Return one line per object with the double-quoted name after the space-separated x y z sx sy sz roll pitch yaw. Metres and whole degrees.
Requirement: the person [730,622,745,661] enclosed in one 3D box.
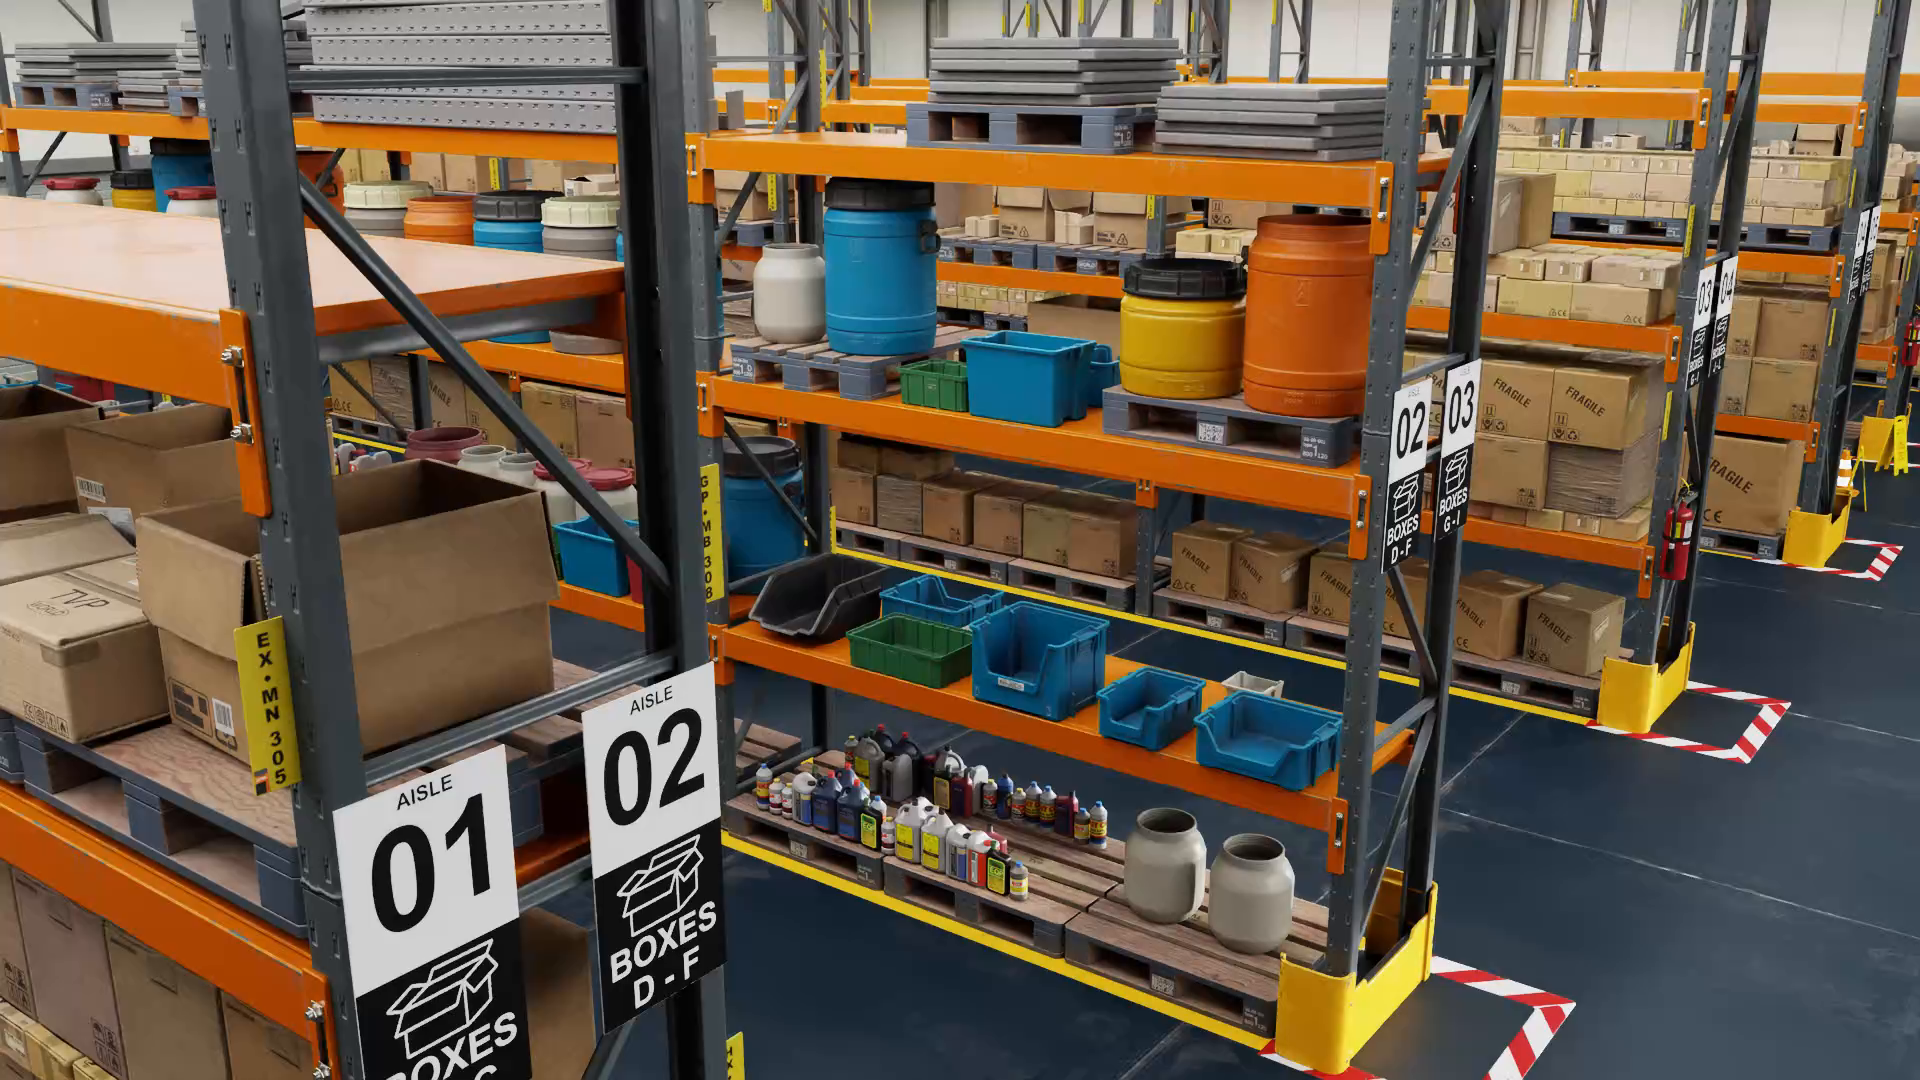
-1.717 0.417 12.929 0.947 1.007 0.526 11 20 33 "person"
